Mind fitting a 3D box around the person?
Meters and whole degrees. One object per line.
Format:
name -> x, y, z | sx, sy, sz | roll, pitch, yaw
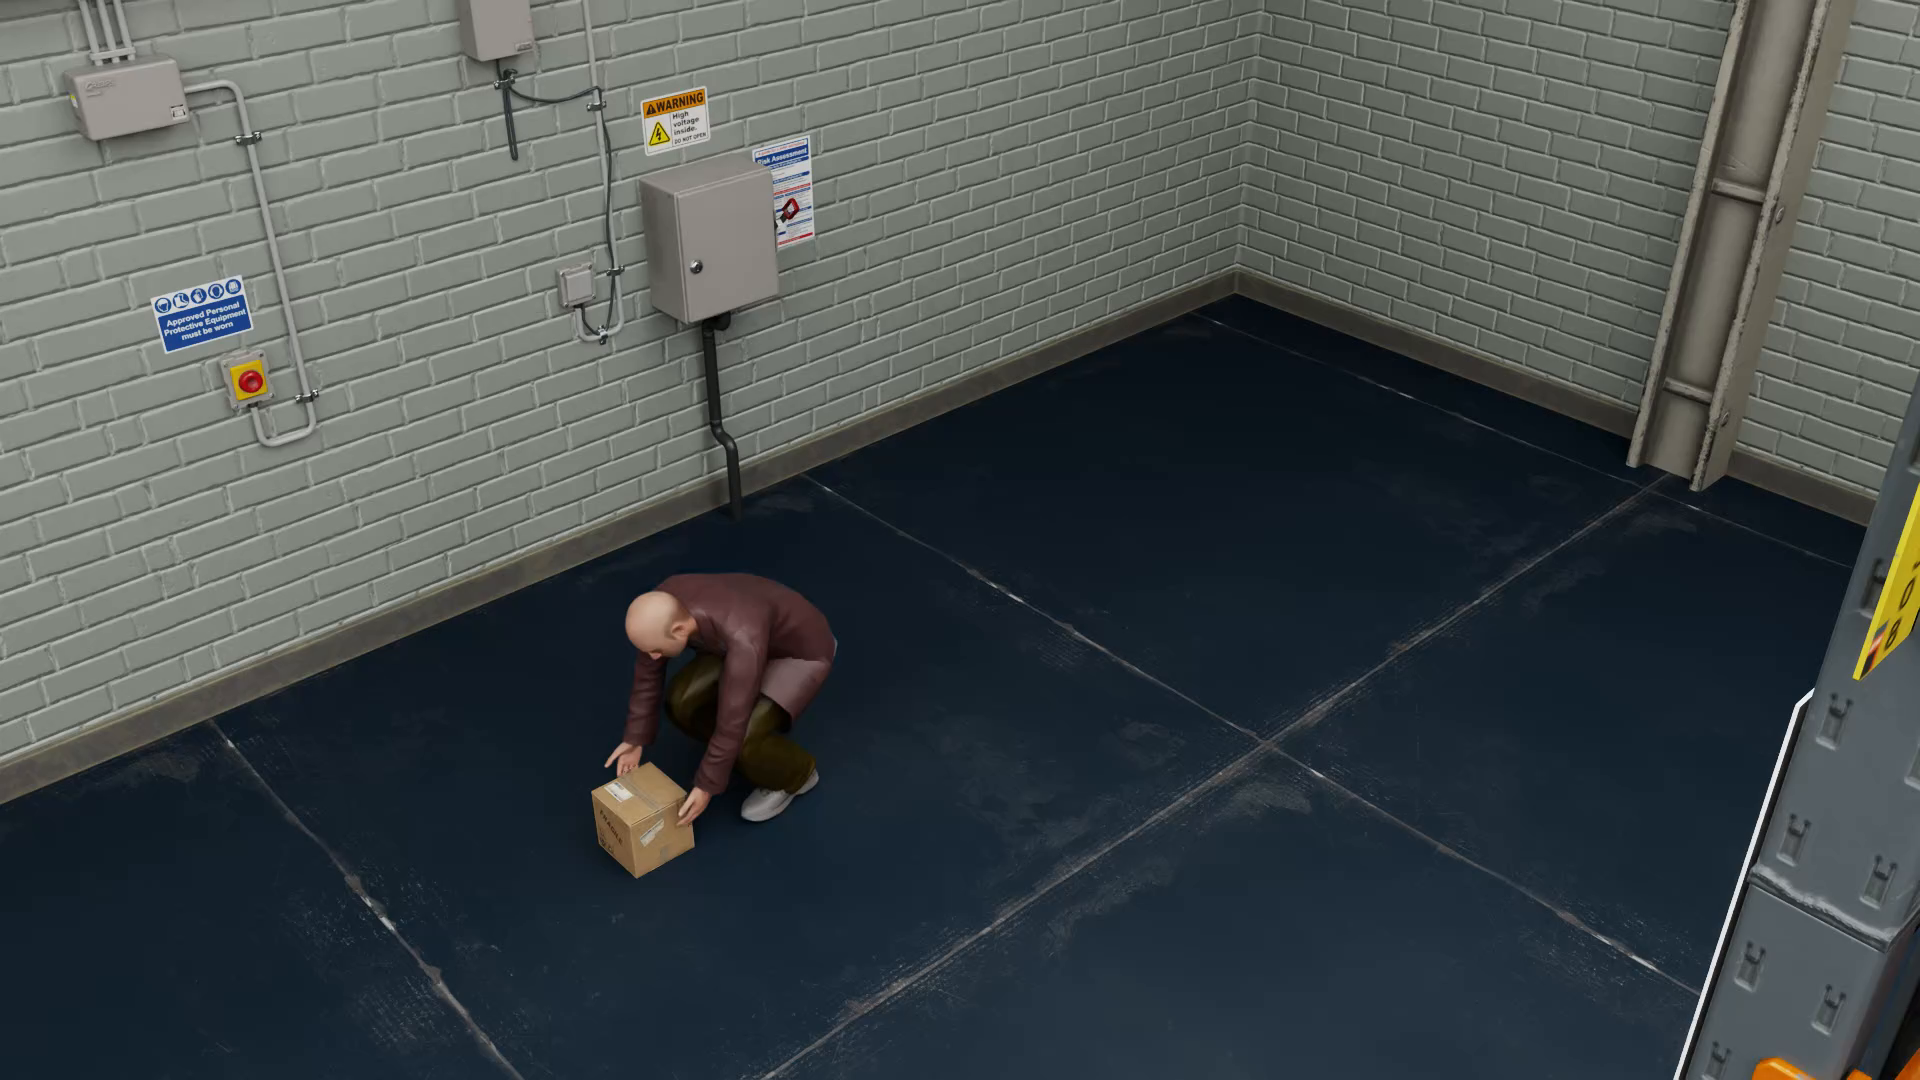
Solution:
person -> -0.823, 0.519, 5.982 | 0.877, 1.066, 0.614 | -26, 40, -36
